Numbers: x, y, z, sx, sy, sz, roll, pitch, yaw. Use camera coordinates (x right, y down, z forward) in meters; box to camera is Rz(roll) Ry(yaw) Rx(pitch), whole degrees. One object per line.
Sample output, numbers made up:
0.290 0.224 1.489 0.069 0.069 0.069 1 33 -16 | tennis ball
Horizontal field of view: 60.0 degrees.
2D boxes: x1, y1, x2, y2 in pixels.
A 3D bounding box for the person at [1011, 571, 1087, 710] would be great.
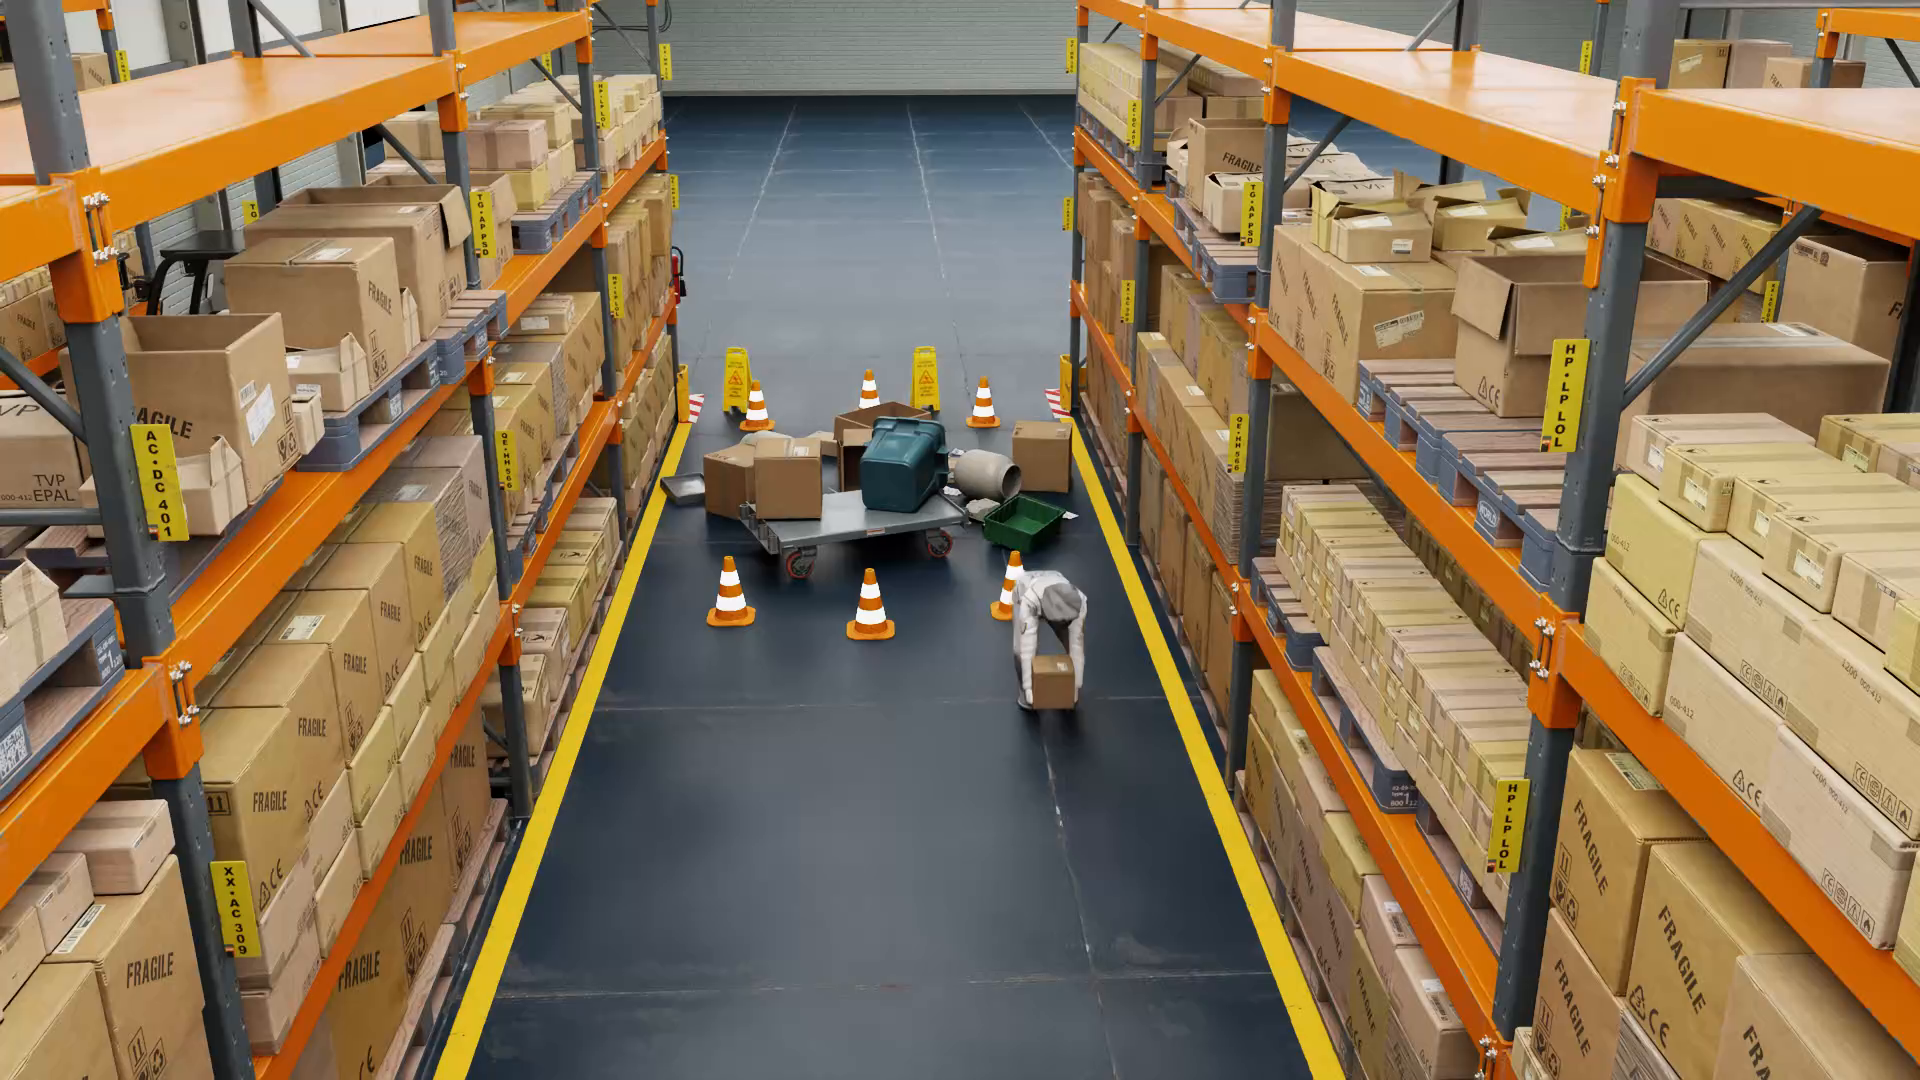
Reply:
0.561 0.616 10.411 0.462 0.982 0.912 -2 21 -6 | person
